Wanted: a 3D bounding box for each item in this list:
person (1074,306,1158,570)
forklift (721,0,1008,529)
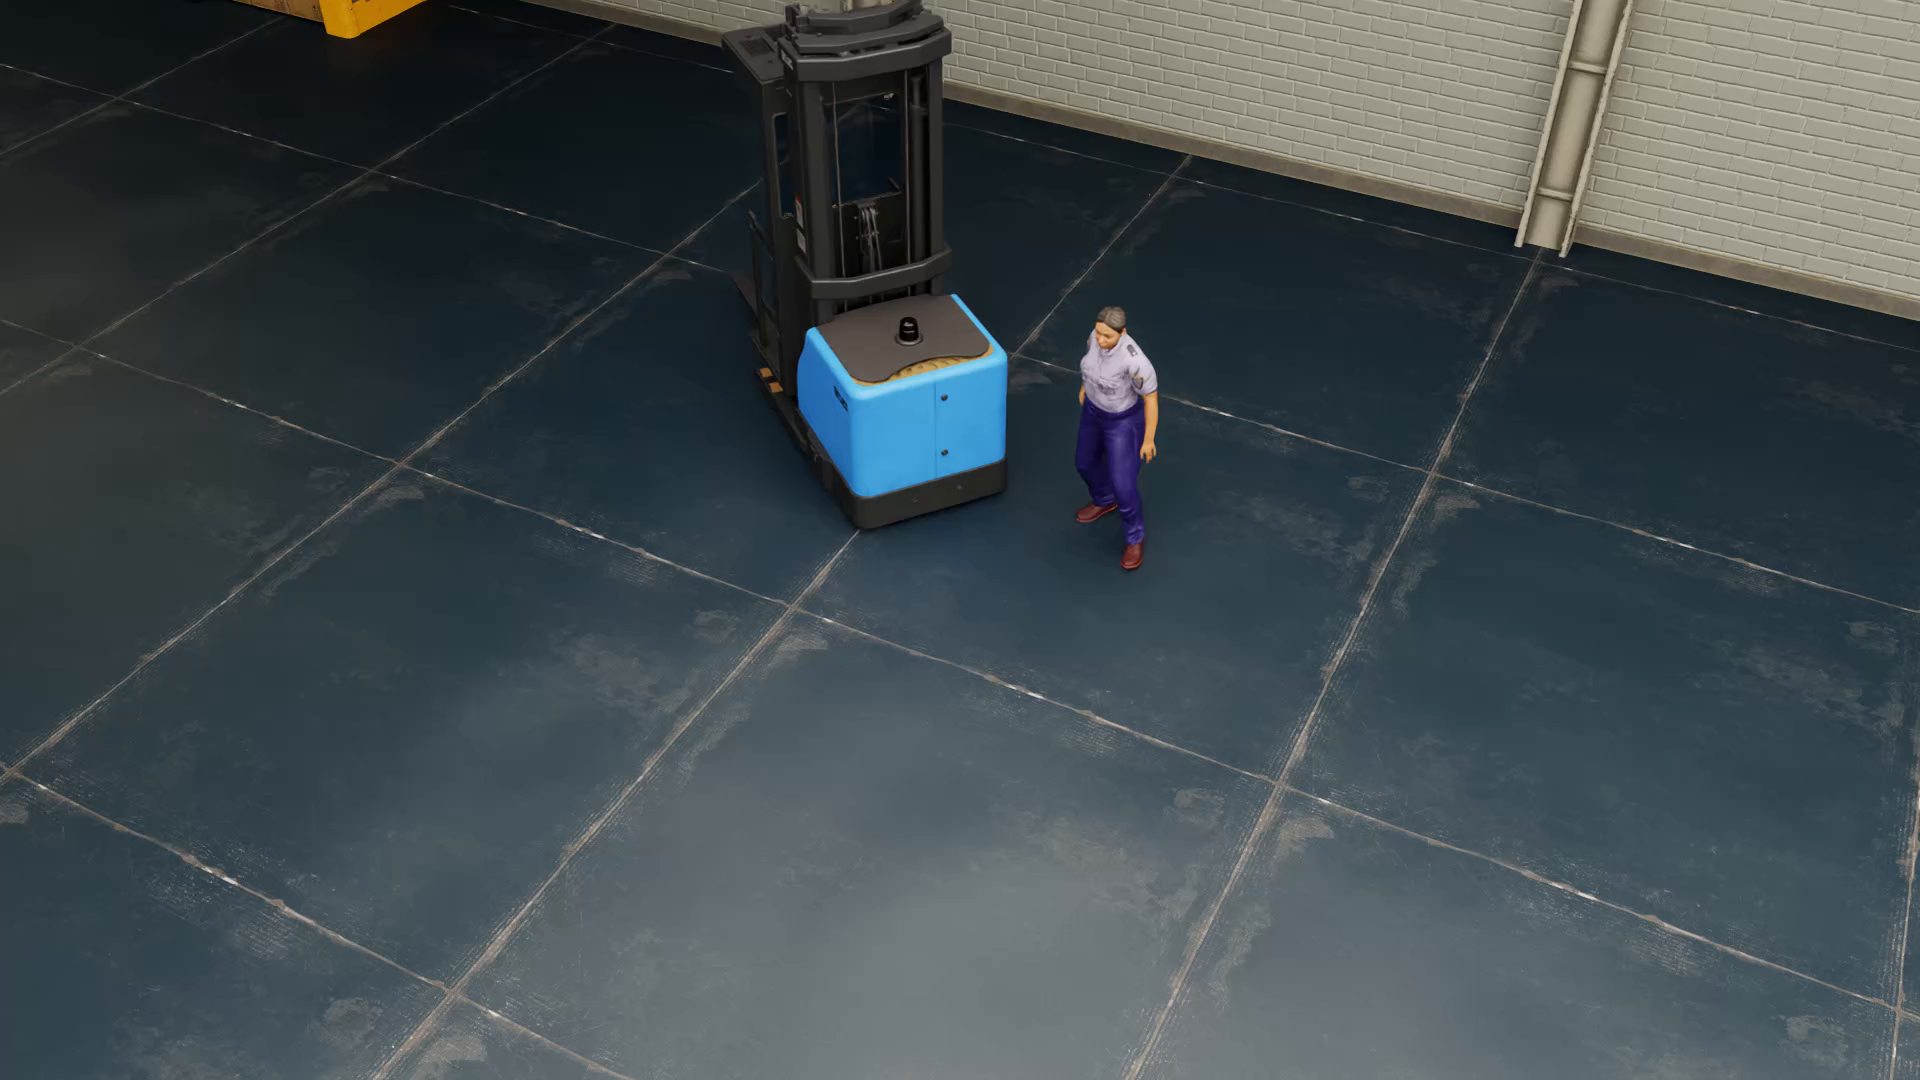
[{"bbox_3d":[0.924,-0.692,9.832,0.374,1.625,0.796,-26,47,-28],"label":"person"},{"bbox_3d":[-0.768,-2.140,10.528,1.130,2.935,3.031,-16,43,-18],"label":"forklift"}]
